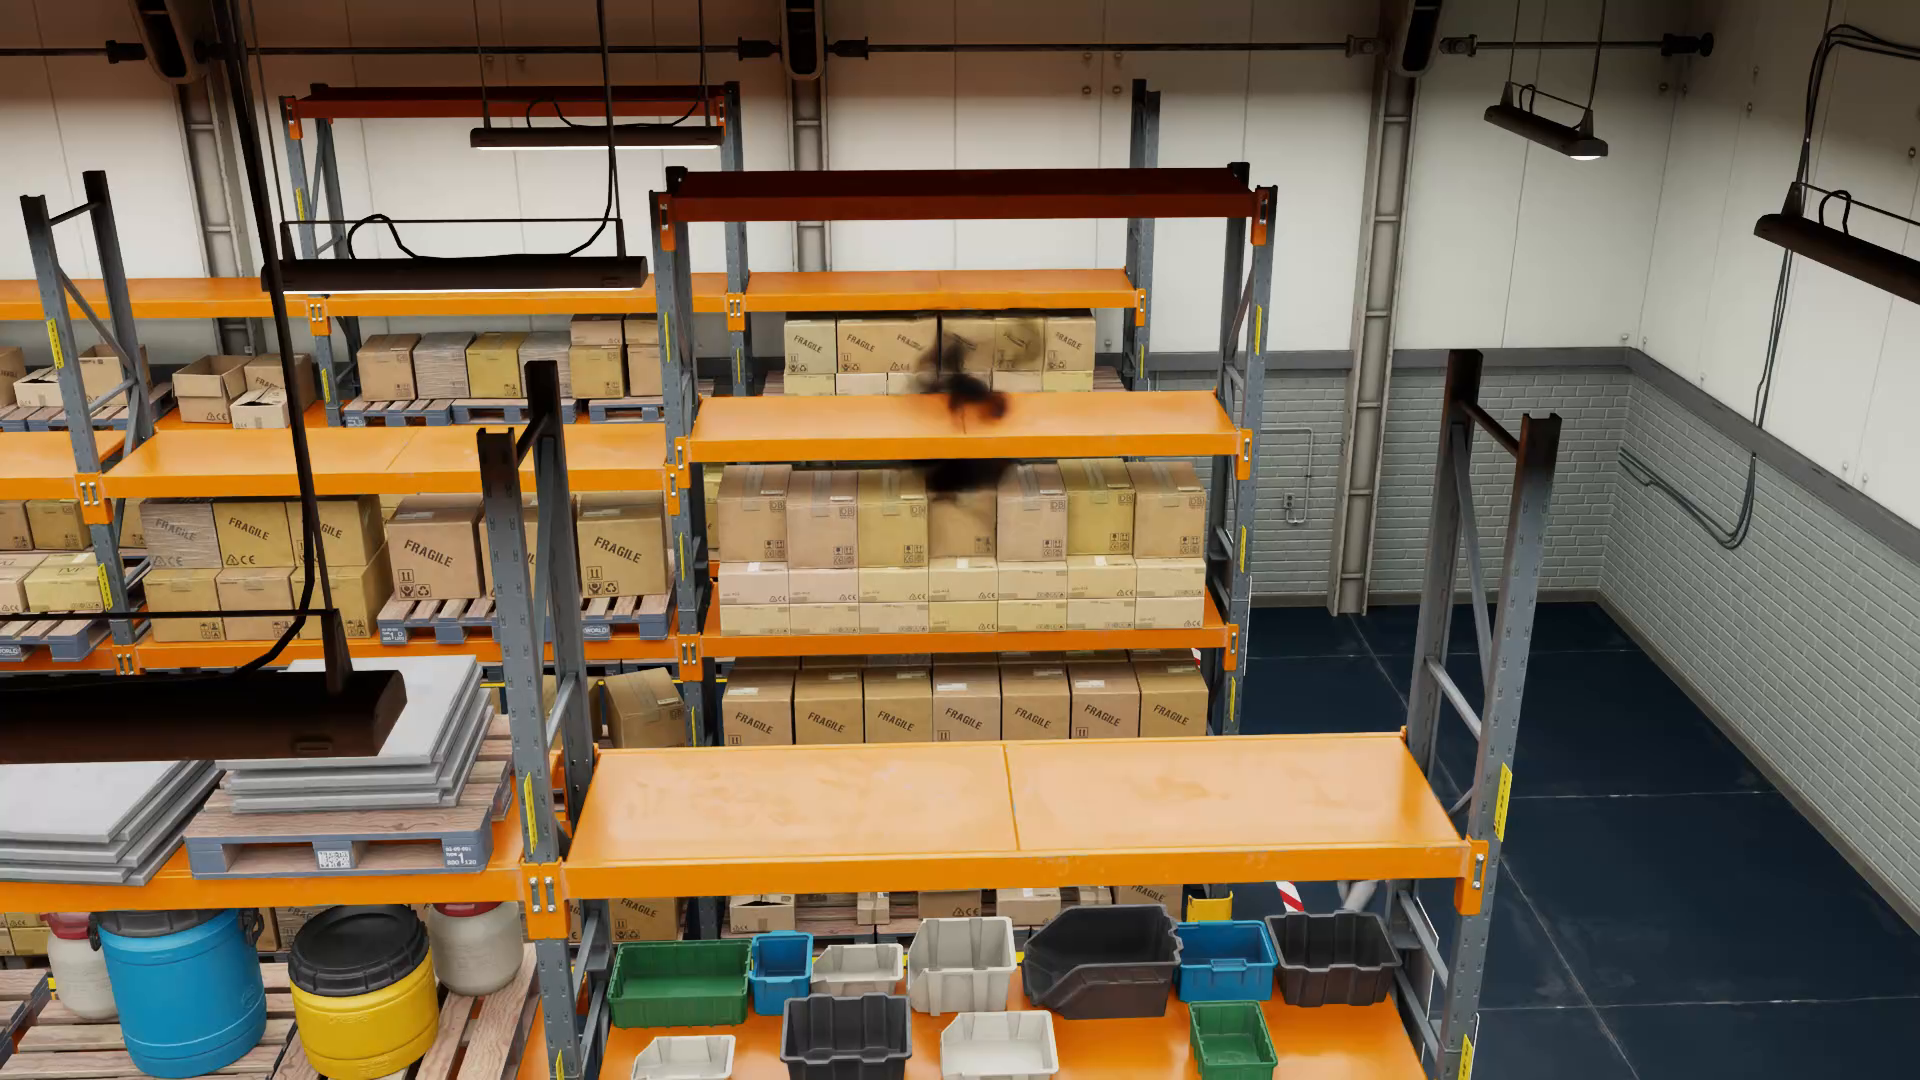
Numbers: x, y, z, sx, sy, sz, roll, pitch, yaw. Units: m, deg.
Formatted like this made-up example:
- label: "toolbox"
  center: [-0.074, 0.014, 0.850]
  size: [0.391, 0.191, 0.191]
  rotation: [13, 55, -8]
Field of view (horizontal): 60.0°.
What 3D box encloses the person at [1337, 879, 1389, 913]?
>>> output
- label: "person"
  center: [2.913, 2.487, 12.297]
  size: [0.509, 1.572, 0.615]
  rotation: [20, 29, 39]
